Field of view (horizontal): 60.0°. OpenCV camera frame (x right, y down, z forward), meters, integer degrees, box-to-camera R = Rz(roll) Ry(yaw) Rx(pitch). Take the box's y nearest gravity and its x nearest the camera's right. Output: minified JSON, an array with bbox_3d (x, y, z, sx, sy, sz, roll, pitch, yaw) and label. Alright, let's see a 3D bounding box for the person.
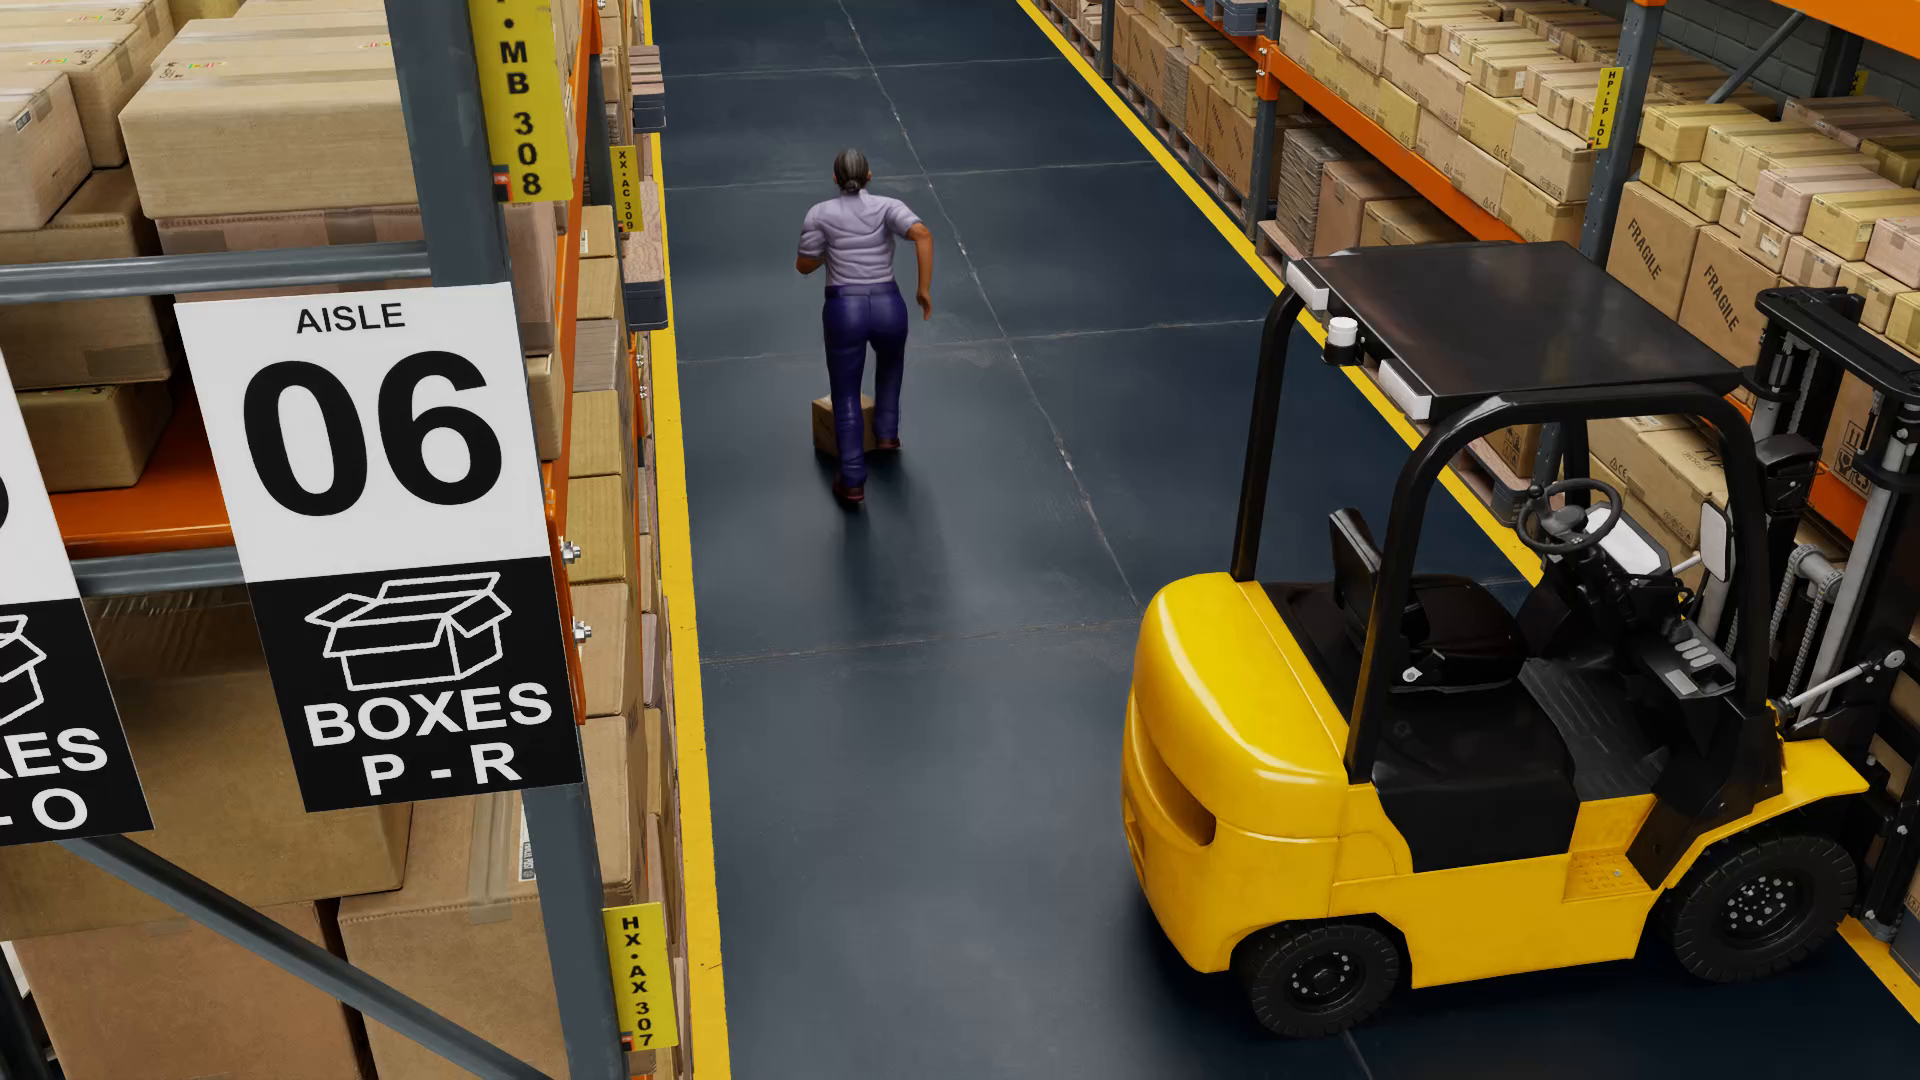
[{"bbox_3d":[-0.454,-1.058,7.972,0.599,1.561,0.914,-8,32,-13],"label":"person"}]
